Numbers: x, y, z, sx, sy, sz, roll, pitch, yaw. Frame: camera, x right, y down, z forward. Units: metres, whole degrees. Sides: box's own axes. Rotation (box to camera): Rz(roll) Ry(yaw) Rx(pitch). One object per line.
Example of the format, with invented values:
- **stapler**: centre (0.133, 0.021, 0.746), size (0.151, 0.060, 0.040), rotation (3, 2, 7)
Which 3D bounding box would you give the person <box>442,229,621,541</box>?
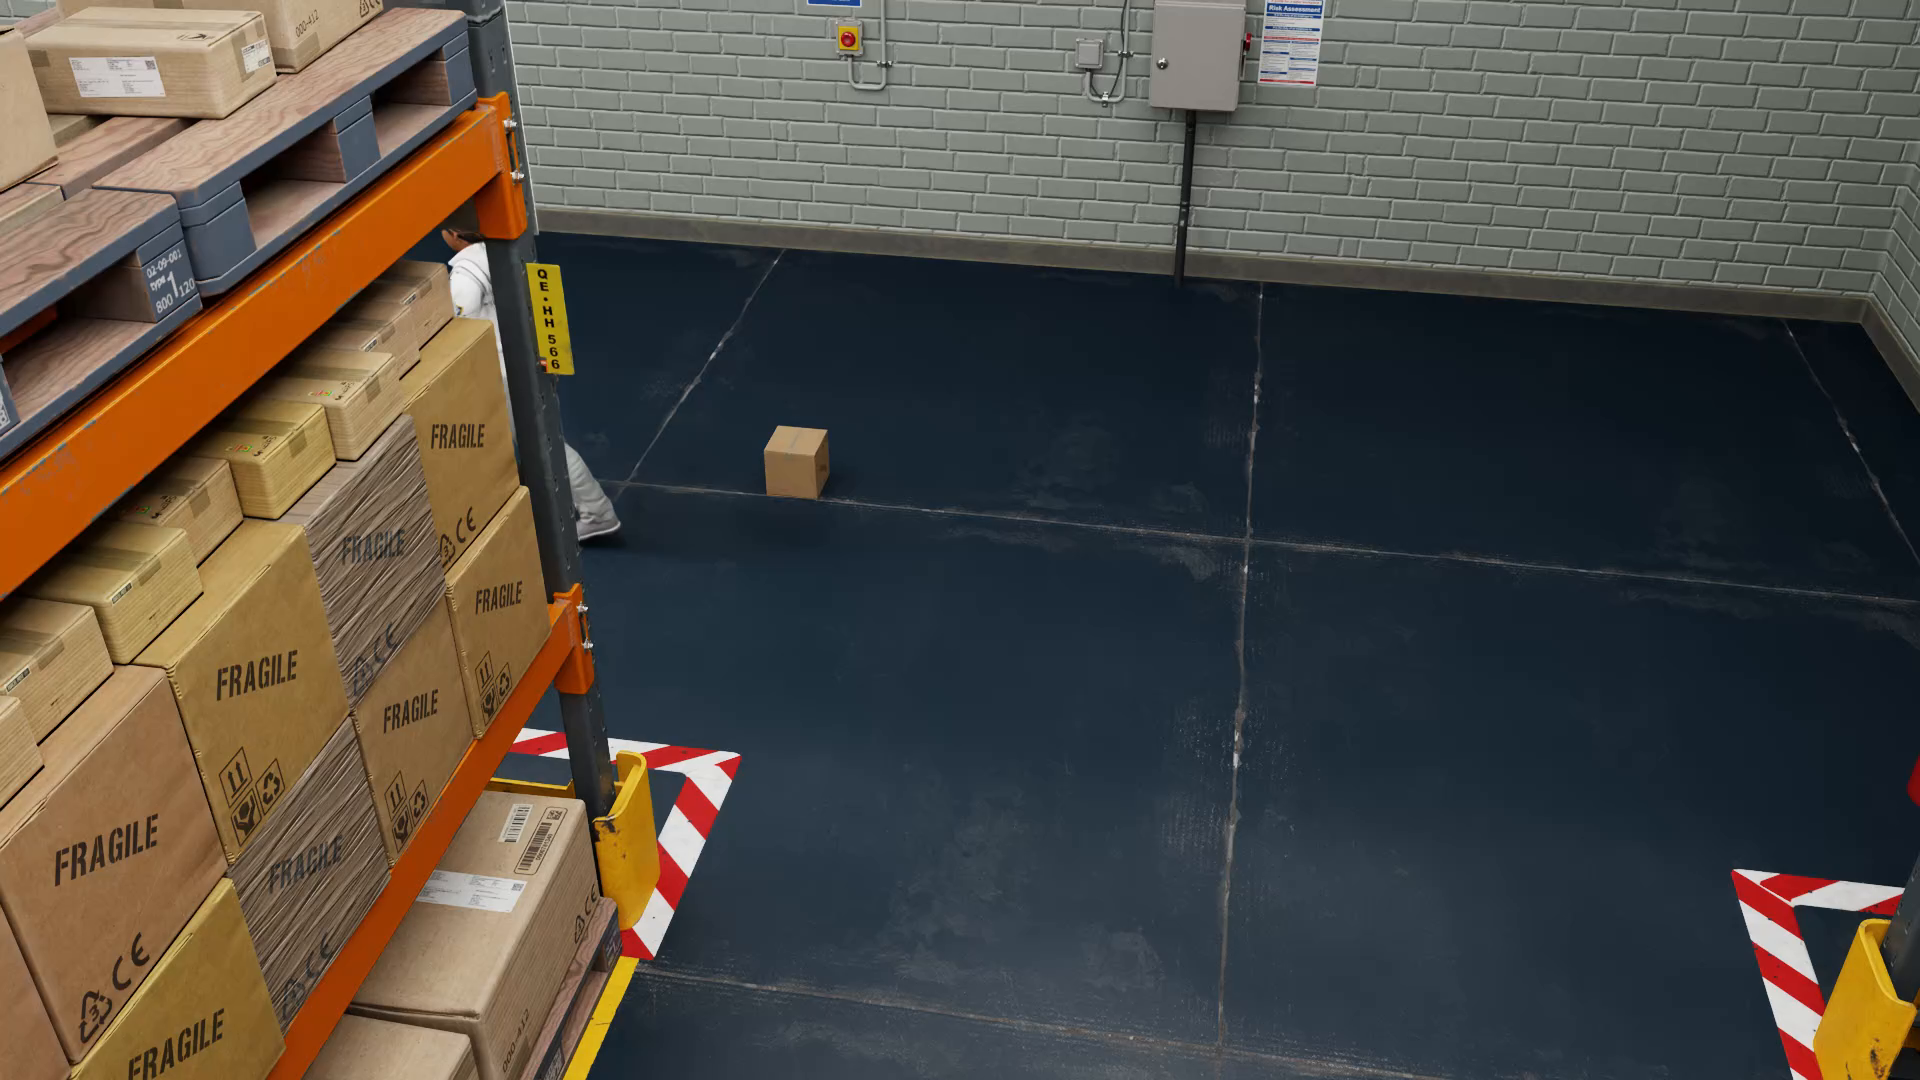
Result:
- **person**: centre (-2.043, -0.759, 7.313), size (1.023, 1.607, 0.498), rotation (4, 33, 7)
